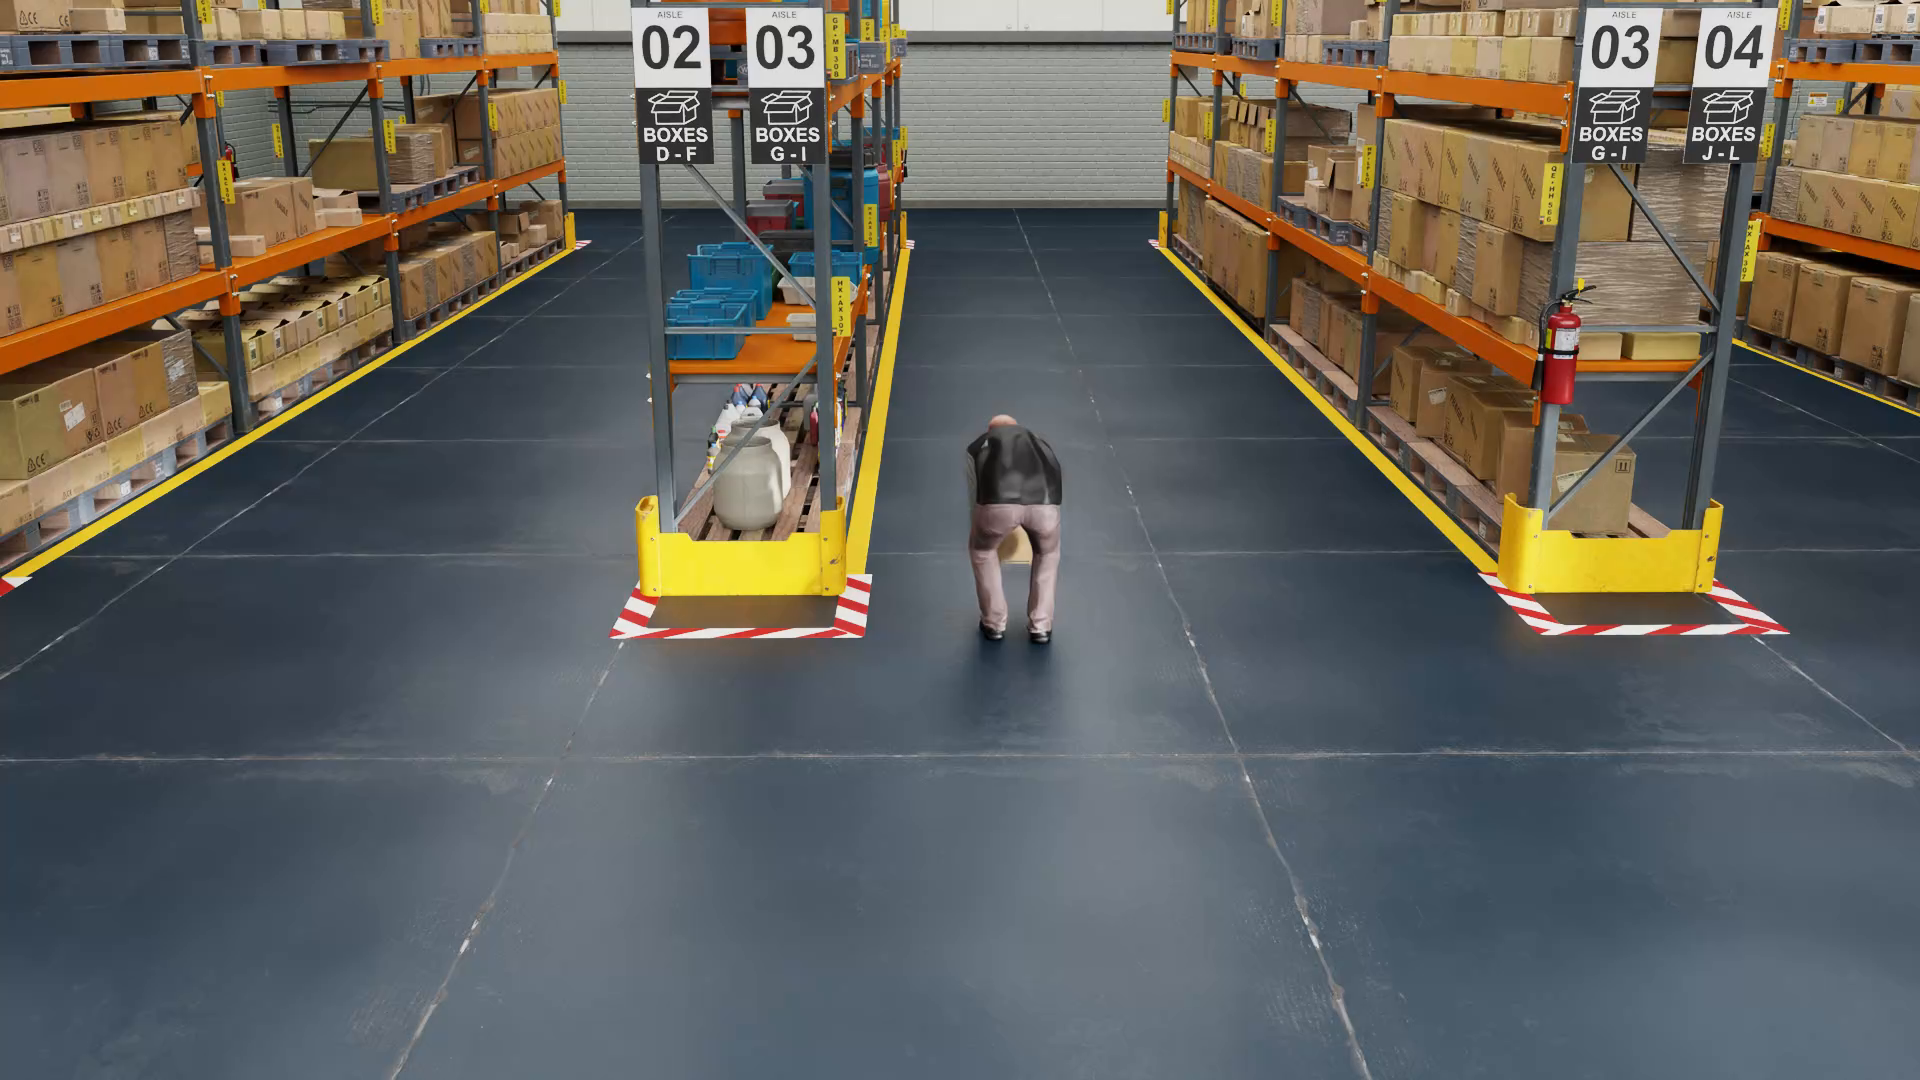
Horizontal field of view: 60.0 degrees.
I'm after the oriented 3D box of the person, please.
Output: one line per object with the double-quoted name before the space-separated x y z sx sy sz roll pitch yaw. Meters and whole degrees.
"person" 0.282 -0.061 8.869 0.493 1.089 0.947 -1 17 -3
